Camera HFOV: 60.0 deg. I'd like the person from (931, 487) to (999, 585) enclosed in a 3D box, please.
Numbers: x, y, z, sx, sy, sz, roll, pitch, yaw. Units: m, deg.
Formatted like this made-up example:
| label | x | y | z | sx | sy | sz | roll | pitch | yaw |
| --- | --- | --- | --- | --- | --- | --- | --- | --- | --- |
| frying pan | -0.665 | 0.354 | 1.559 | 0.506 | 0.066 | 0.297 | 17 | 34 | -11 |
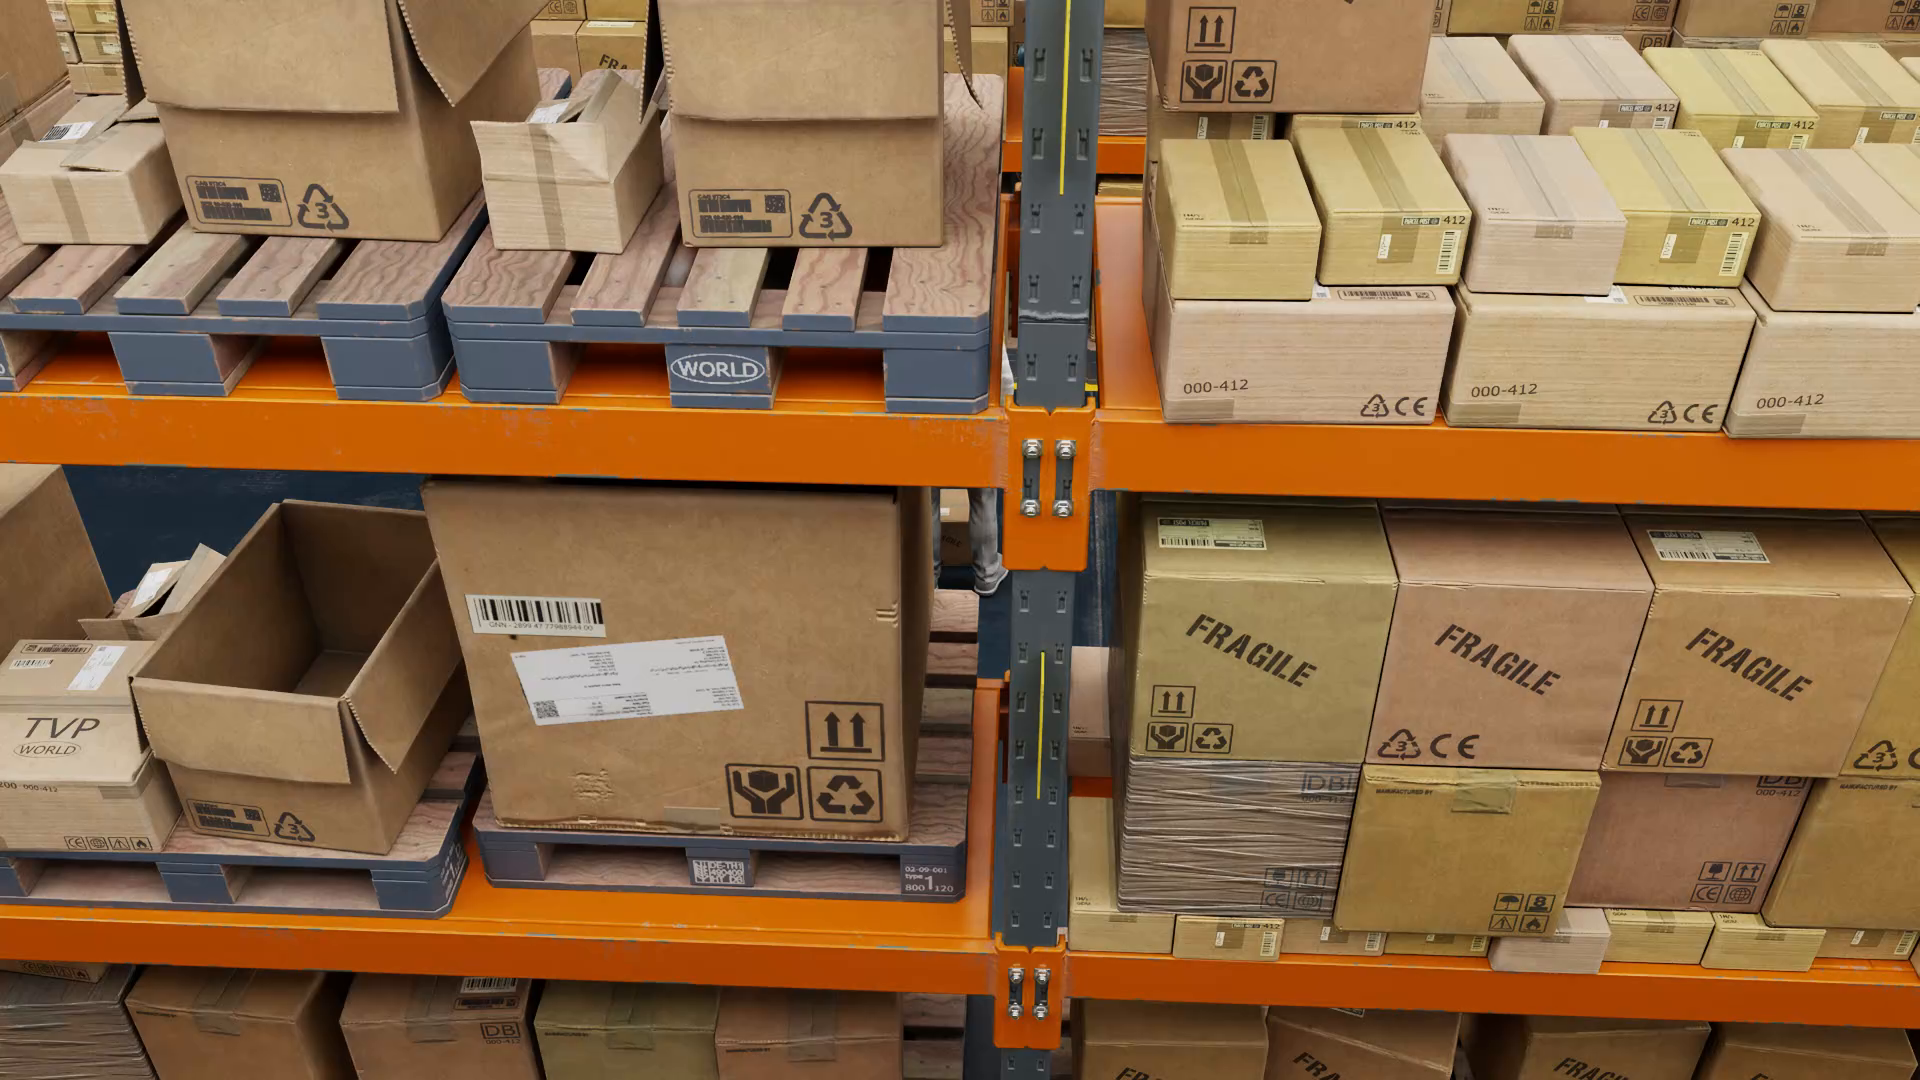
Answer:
| label | x | y | z | sx | sy | sz | roll | pitch | yaw |
| --- | --- | --- | --- | --- | --- | --- | --- | --- | --- |
| person | -0.037 | -0.518 | 6.807 | 0.503 | 1.600 | 0.342 | 0 | 36 | 1 |
